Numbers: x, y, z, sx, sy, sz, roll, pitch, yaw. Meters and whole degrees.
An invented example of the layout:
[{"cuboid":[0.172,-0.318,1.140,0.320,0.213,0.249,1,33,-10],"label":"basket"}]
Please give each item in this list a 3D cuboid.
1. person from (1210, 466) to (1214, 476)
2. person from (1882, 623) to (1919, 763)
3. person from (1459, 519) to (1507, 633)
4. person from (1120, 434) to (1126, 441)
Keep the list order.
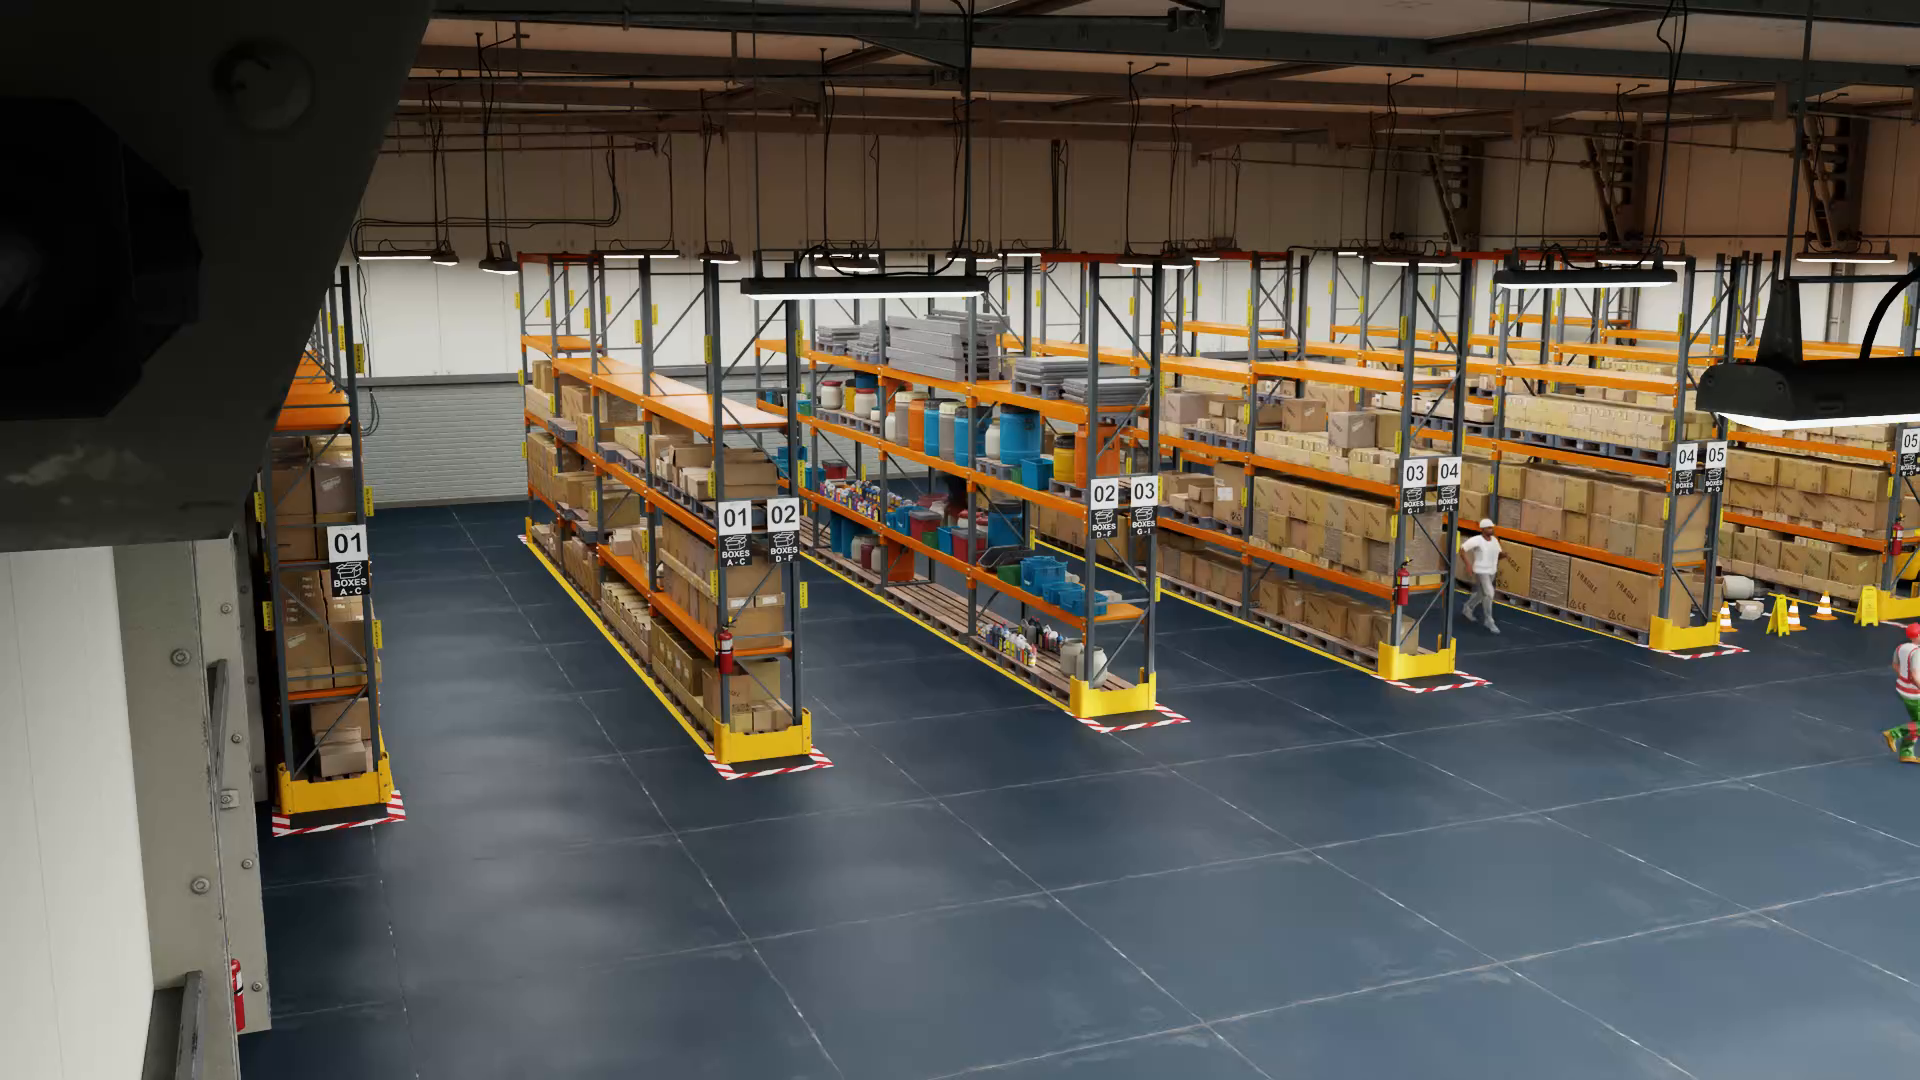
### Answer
[{"cuboid":[6.372,-1.972,41.310,0.638,1.659,0.927,-6,12,-31],"label":"person"},{"cuboid":[11.491,1.852,20.126,0.605,1.743,0.657,1,10,5],"label":"person"},{"cuboid":[8.527,0.547,27.046,0.682,1.803,0.879,-7,13,-35],"label":"person"},{"cuboid":[3.780,-1.868,40.895,0.778,1.602,0.597,6,12,31],"label":"person"}]
